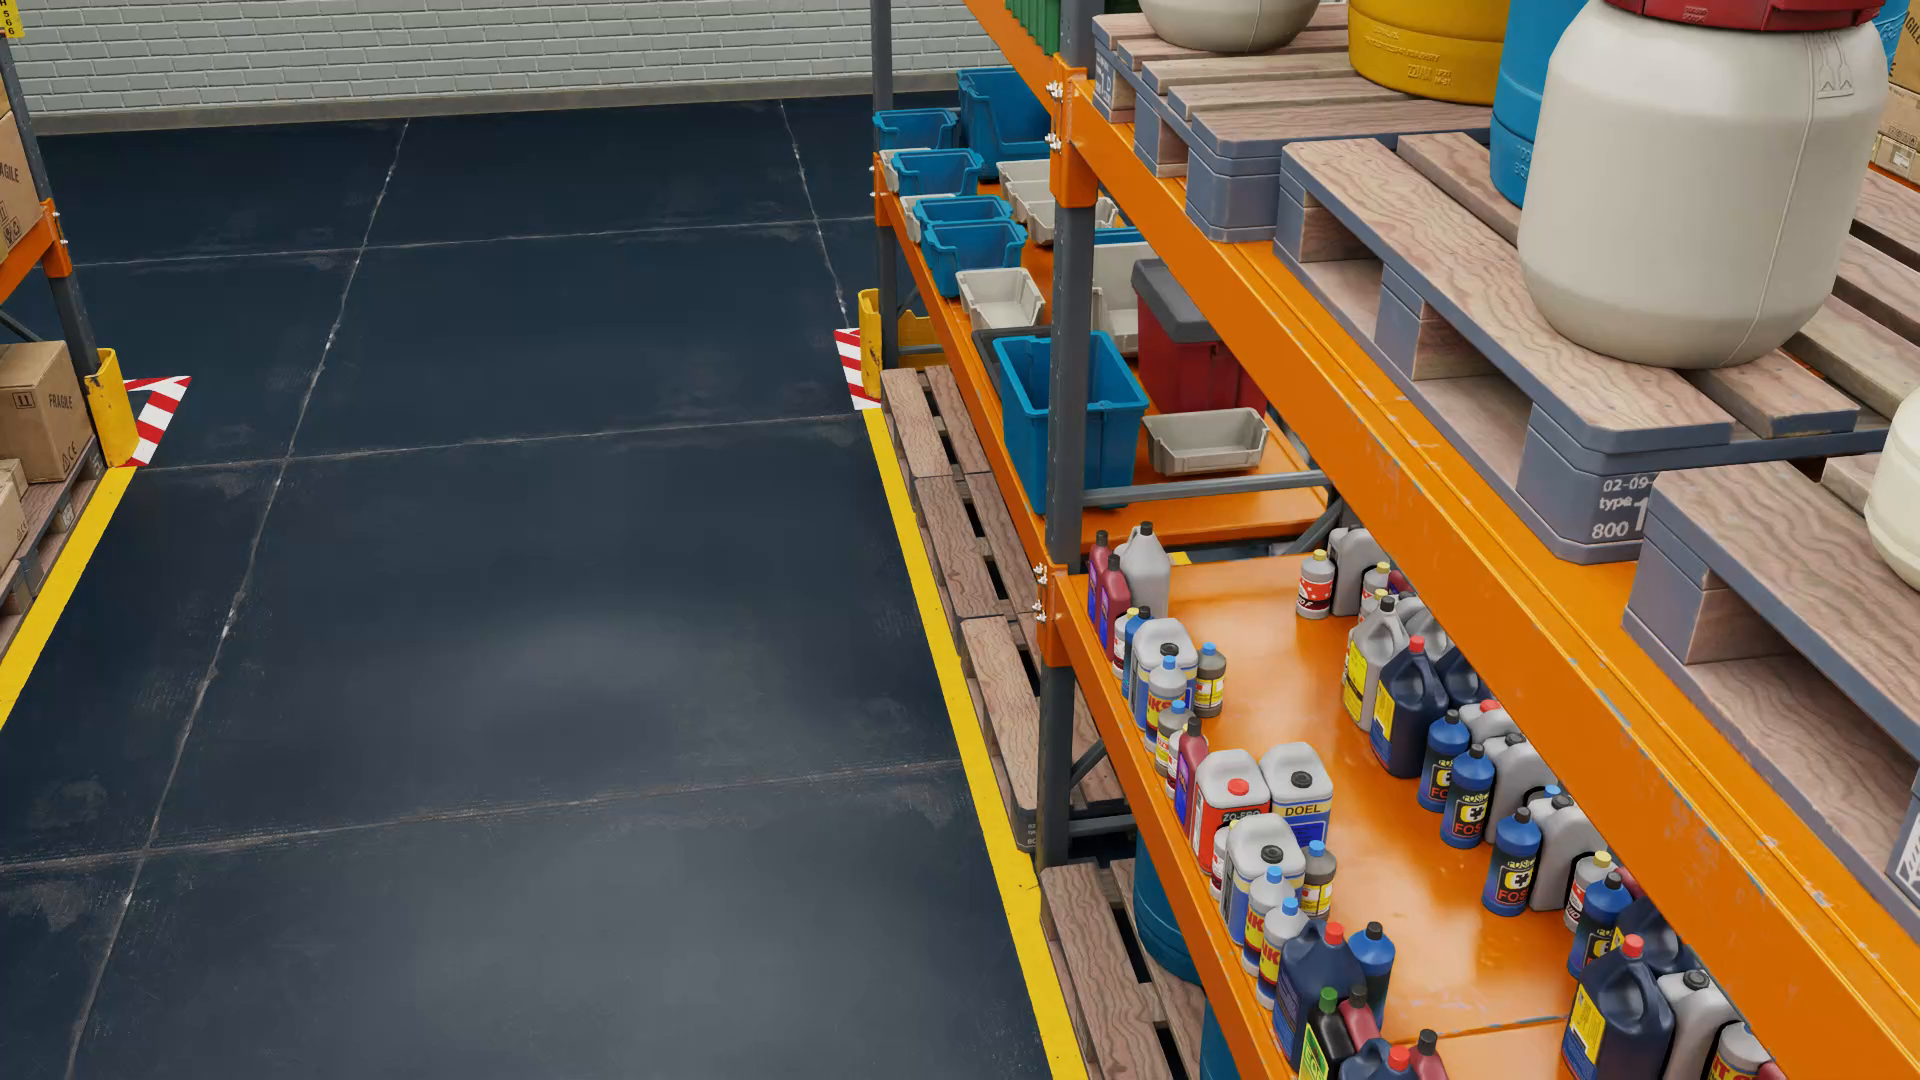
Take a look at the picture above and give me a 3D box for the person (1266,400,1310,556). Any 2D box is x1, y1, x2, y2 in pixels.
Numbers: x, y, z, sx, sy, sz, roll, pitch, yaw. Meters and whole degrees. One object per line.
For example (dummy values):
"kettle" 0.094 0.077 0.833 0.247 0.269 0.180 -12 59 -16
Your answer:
"person" 1.366 -0.696 7.269 0.486 1.731 0.464 6 31 9
